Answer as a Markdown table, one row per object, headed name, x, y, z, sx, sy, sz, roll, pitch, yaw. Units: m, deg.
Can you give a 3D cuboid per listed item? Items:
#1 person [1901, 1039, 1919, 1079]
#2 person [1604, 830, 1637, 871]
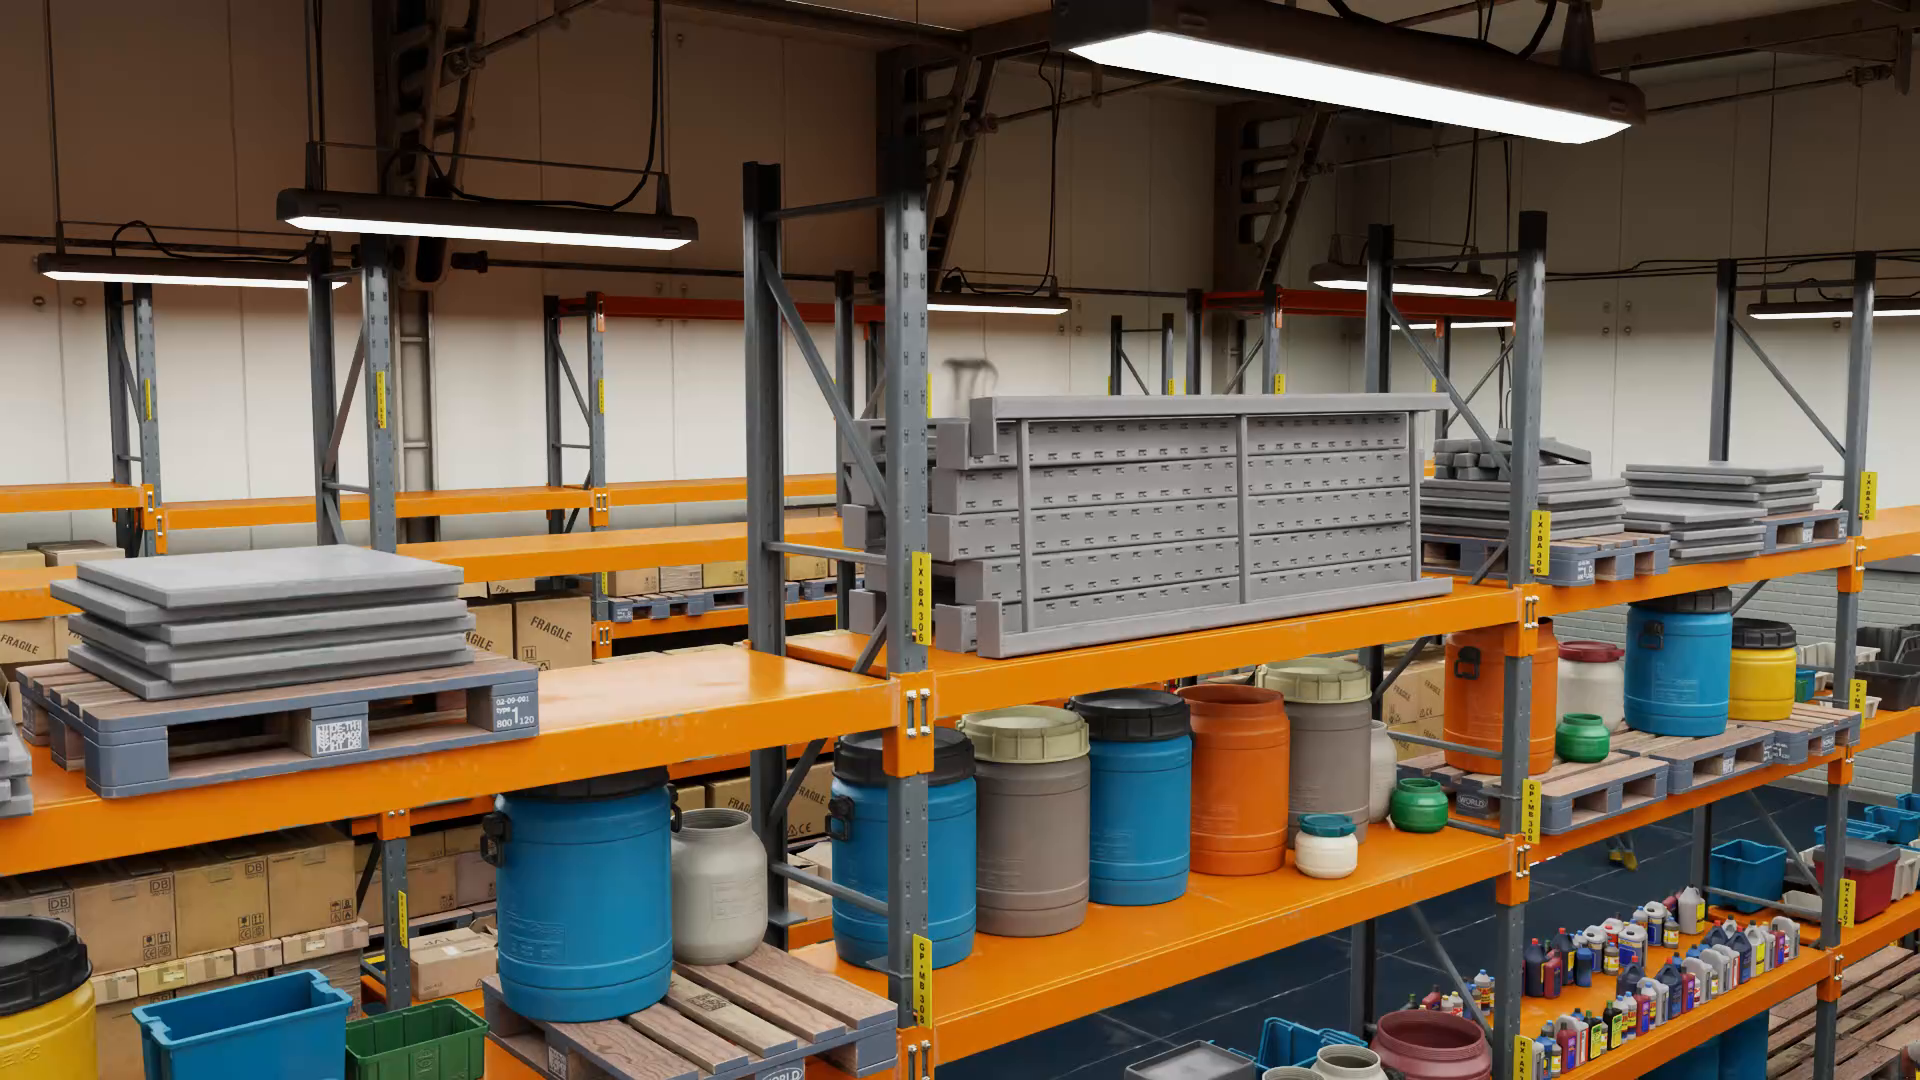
| name | x | y | z | sx | sy | sz | roll | pitch | yaw |
| --- | --- | --- | --- | --- | --- | --- | --- | --- | --- |
| person | 5.622 | 3.428 | 9.286 | 0.667 | 1.697 | 0.747 | 3 | 6 | 28 |
| person | 6.845 | 2.614 | 17.669 | 0.706 | 1.735 | 0.649 | 3 | 6 | 24 |
